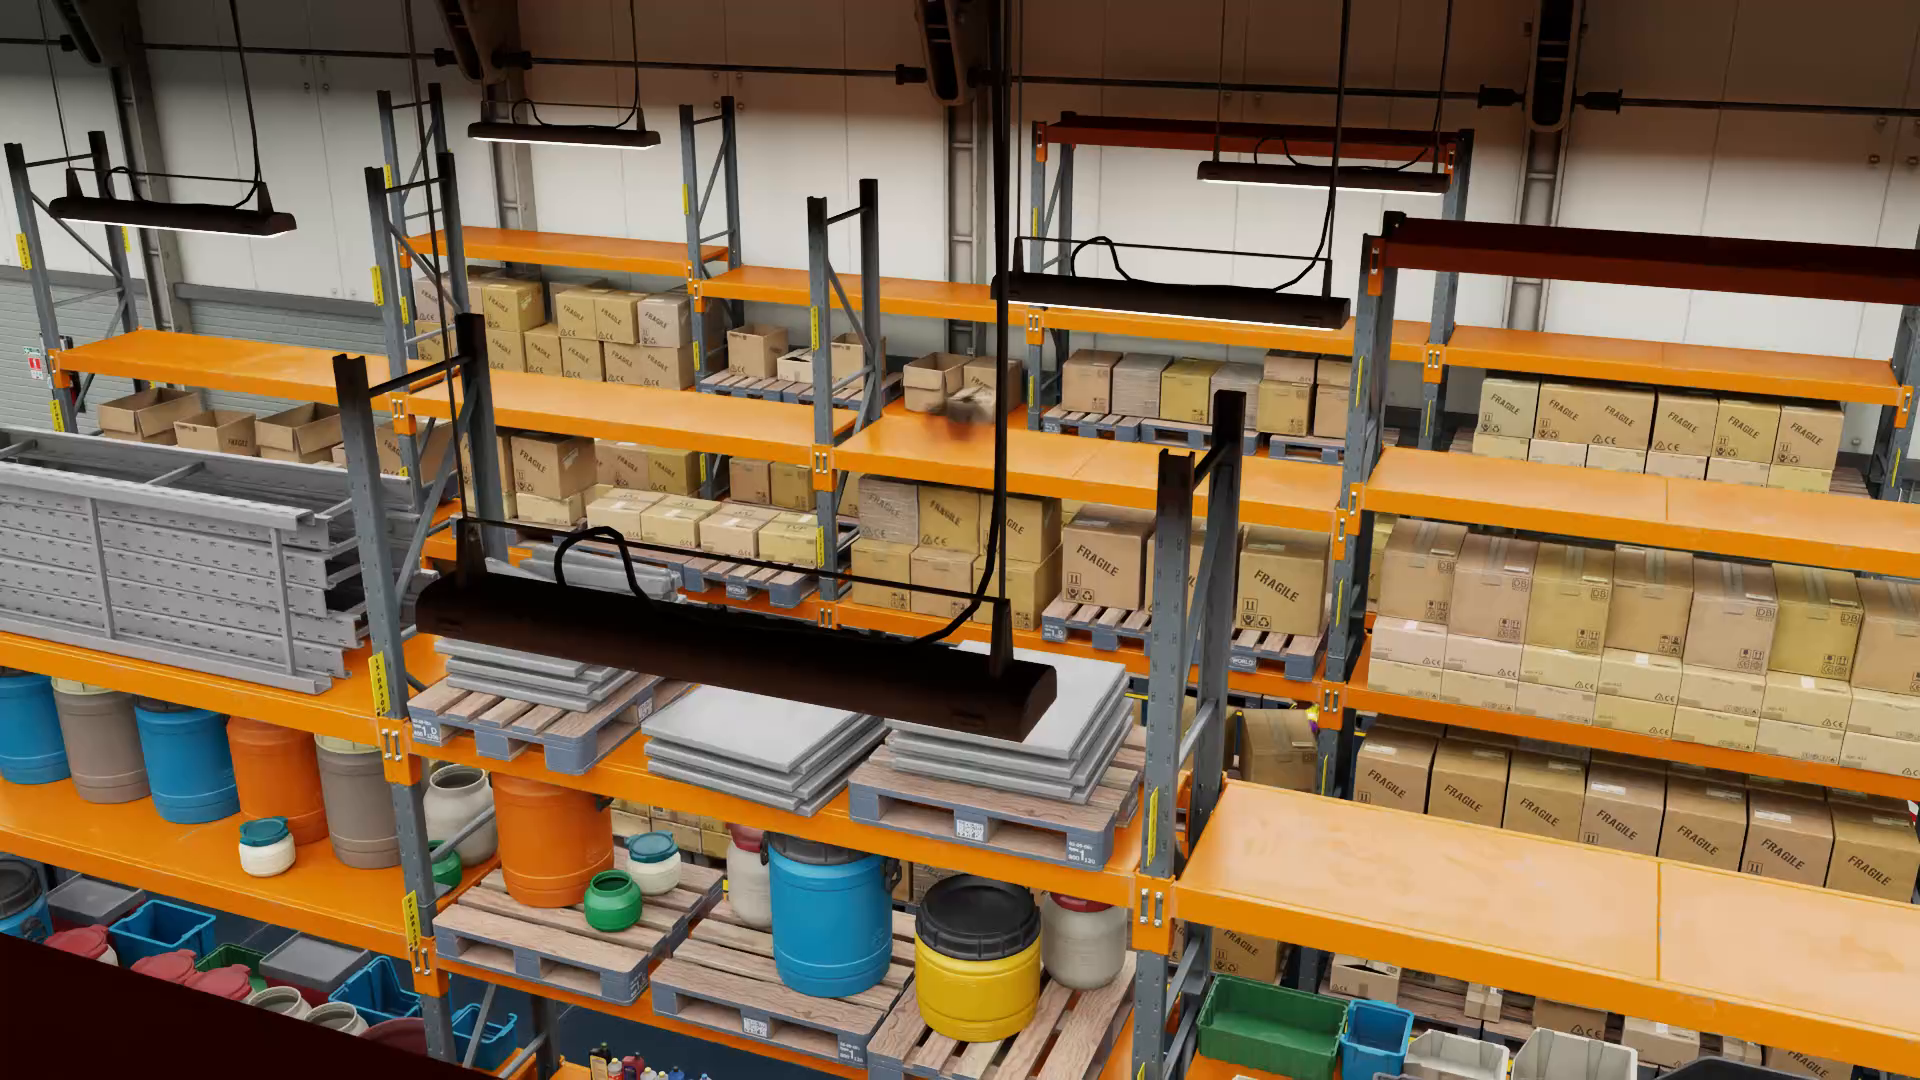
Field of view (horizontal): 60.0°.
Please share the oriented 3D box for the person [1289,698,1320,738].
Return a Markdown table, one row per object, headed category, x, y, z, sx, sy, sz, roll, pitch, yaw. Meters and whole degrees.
| category | x | y | z | sx | sy | sz | roll | pitch | yaw |
| --- | --- | --- | --- | --- | --- | --- | --- | --- | --- |
| person | 2.897 | 1.985 | 14.761 | 1.058 | 1.706 | 0.694 | 7 | 22 | 18 |
